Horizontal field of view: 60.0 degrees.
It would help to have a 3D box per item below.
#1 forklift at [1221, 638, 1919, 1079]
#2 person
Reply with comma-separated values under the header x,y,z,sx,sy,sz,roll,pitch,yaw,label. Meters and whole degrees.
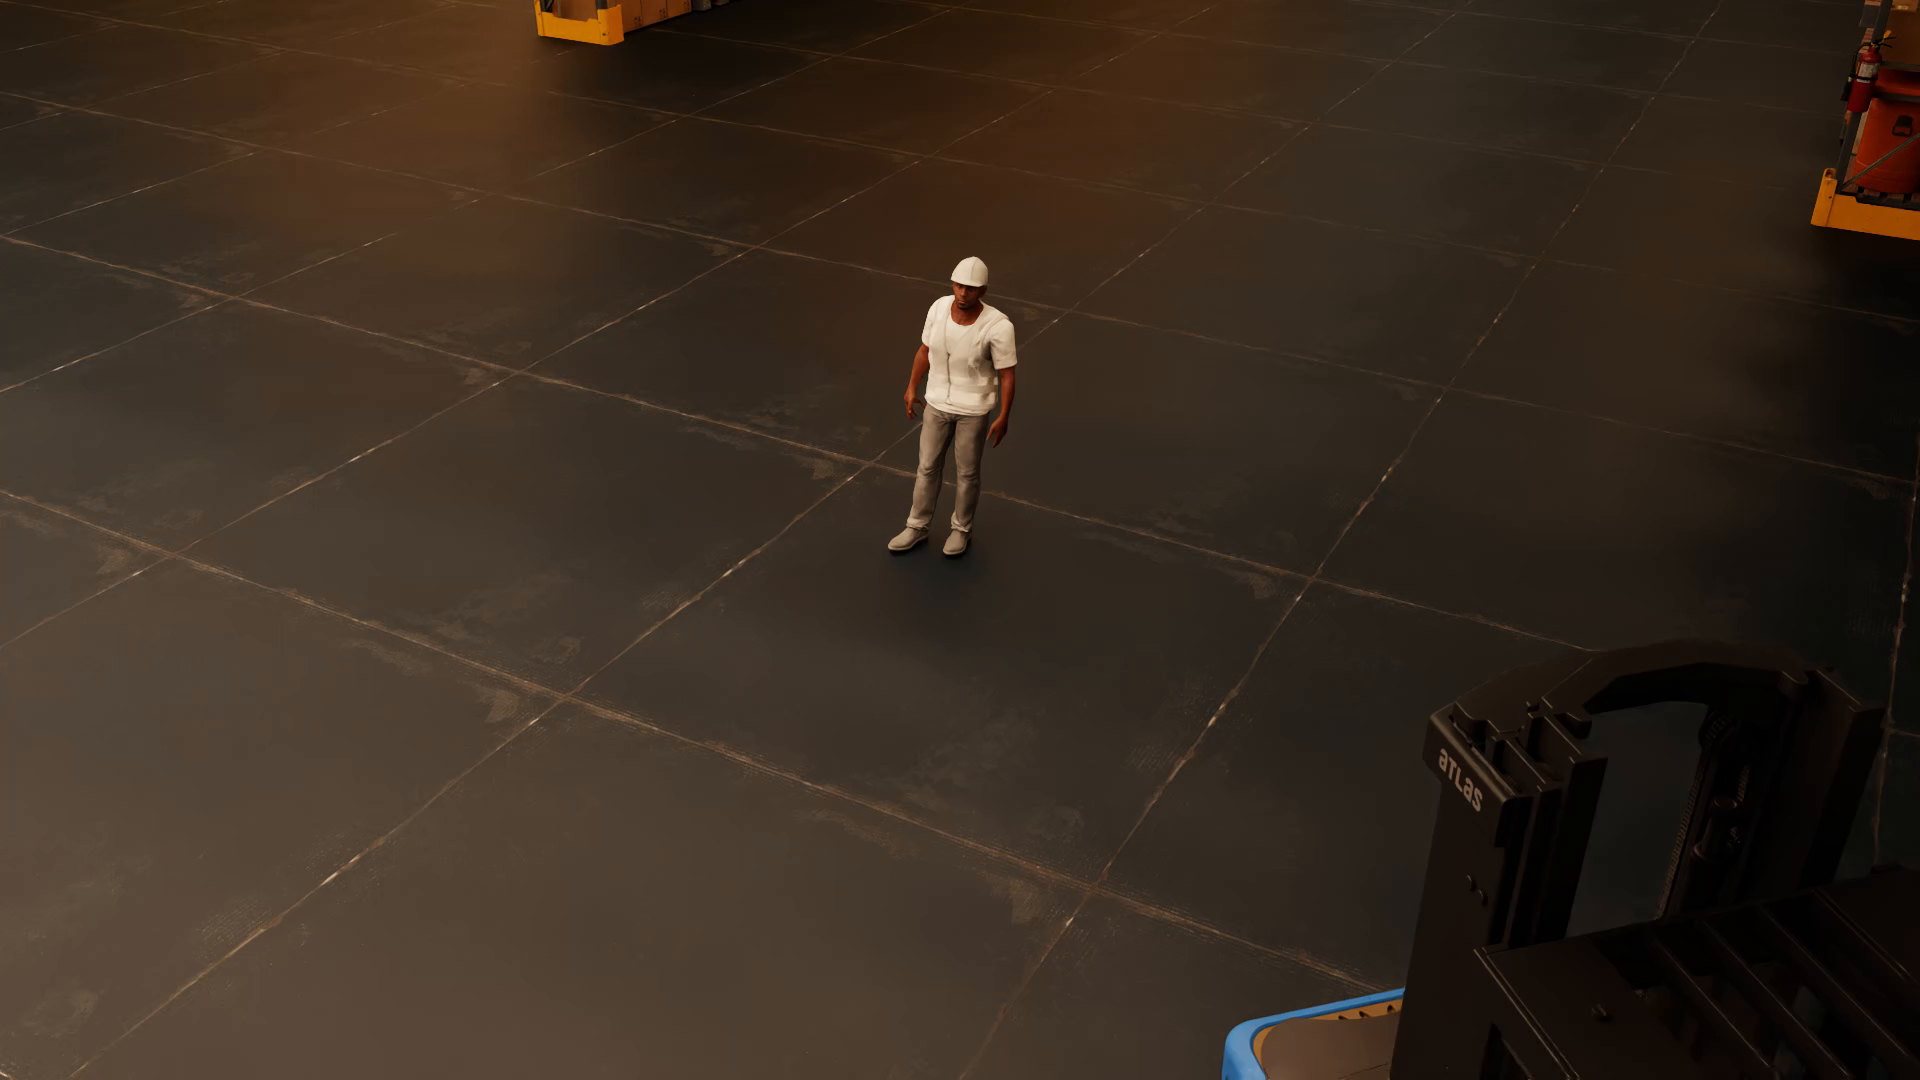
x,y,z,sx,sy,sz,roll,pitch,yaw,label
1.689,1.831,3.897,1.130,2.935,3.031,-8,31,-13,forklift
-0.039,-0.742,9.507,0.665,1.768,0.575,15,33,25,person
